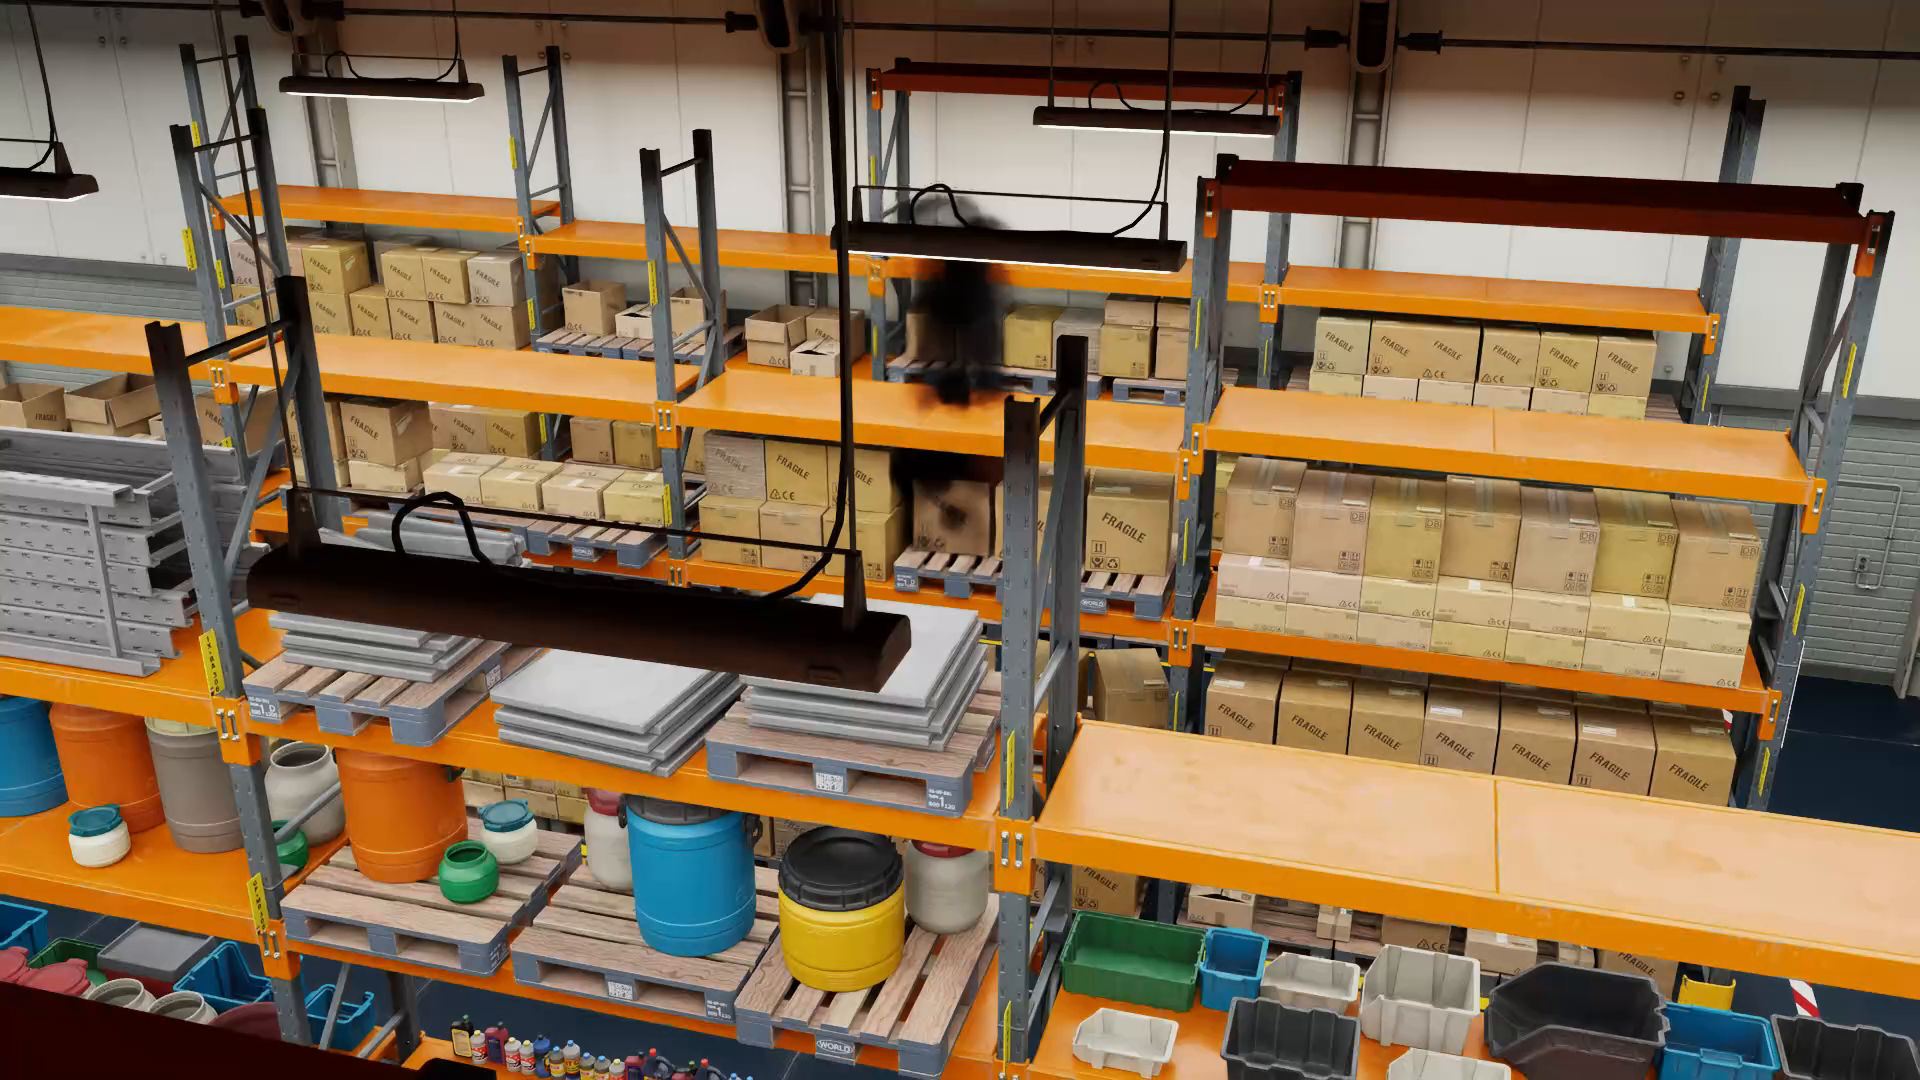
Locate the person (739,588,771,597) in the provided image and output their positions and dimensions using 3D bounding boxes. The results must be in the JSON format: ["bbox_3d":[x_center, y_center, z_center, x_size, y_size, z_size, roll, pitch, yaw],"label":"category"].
[{"bbox_3d":[-1.955,0.787,16.835,0.822,1.645,0.574,2,23,5],"label":"person"}]
